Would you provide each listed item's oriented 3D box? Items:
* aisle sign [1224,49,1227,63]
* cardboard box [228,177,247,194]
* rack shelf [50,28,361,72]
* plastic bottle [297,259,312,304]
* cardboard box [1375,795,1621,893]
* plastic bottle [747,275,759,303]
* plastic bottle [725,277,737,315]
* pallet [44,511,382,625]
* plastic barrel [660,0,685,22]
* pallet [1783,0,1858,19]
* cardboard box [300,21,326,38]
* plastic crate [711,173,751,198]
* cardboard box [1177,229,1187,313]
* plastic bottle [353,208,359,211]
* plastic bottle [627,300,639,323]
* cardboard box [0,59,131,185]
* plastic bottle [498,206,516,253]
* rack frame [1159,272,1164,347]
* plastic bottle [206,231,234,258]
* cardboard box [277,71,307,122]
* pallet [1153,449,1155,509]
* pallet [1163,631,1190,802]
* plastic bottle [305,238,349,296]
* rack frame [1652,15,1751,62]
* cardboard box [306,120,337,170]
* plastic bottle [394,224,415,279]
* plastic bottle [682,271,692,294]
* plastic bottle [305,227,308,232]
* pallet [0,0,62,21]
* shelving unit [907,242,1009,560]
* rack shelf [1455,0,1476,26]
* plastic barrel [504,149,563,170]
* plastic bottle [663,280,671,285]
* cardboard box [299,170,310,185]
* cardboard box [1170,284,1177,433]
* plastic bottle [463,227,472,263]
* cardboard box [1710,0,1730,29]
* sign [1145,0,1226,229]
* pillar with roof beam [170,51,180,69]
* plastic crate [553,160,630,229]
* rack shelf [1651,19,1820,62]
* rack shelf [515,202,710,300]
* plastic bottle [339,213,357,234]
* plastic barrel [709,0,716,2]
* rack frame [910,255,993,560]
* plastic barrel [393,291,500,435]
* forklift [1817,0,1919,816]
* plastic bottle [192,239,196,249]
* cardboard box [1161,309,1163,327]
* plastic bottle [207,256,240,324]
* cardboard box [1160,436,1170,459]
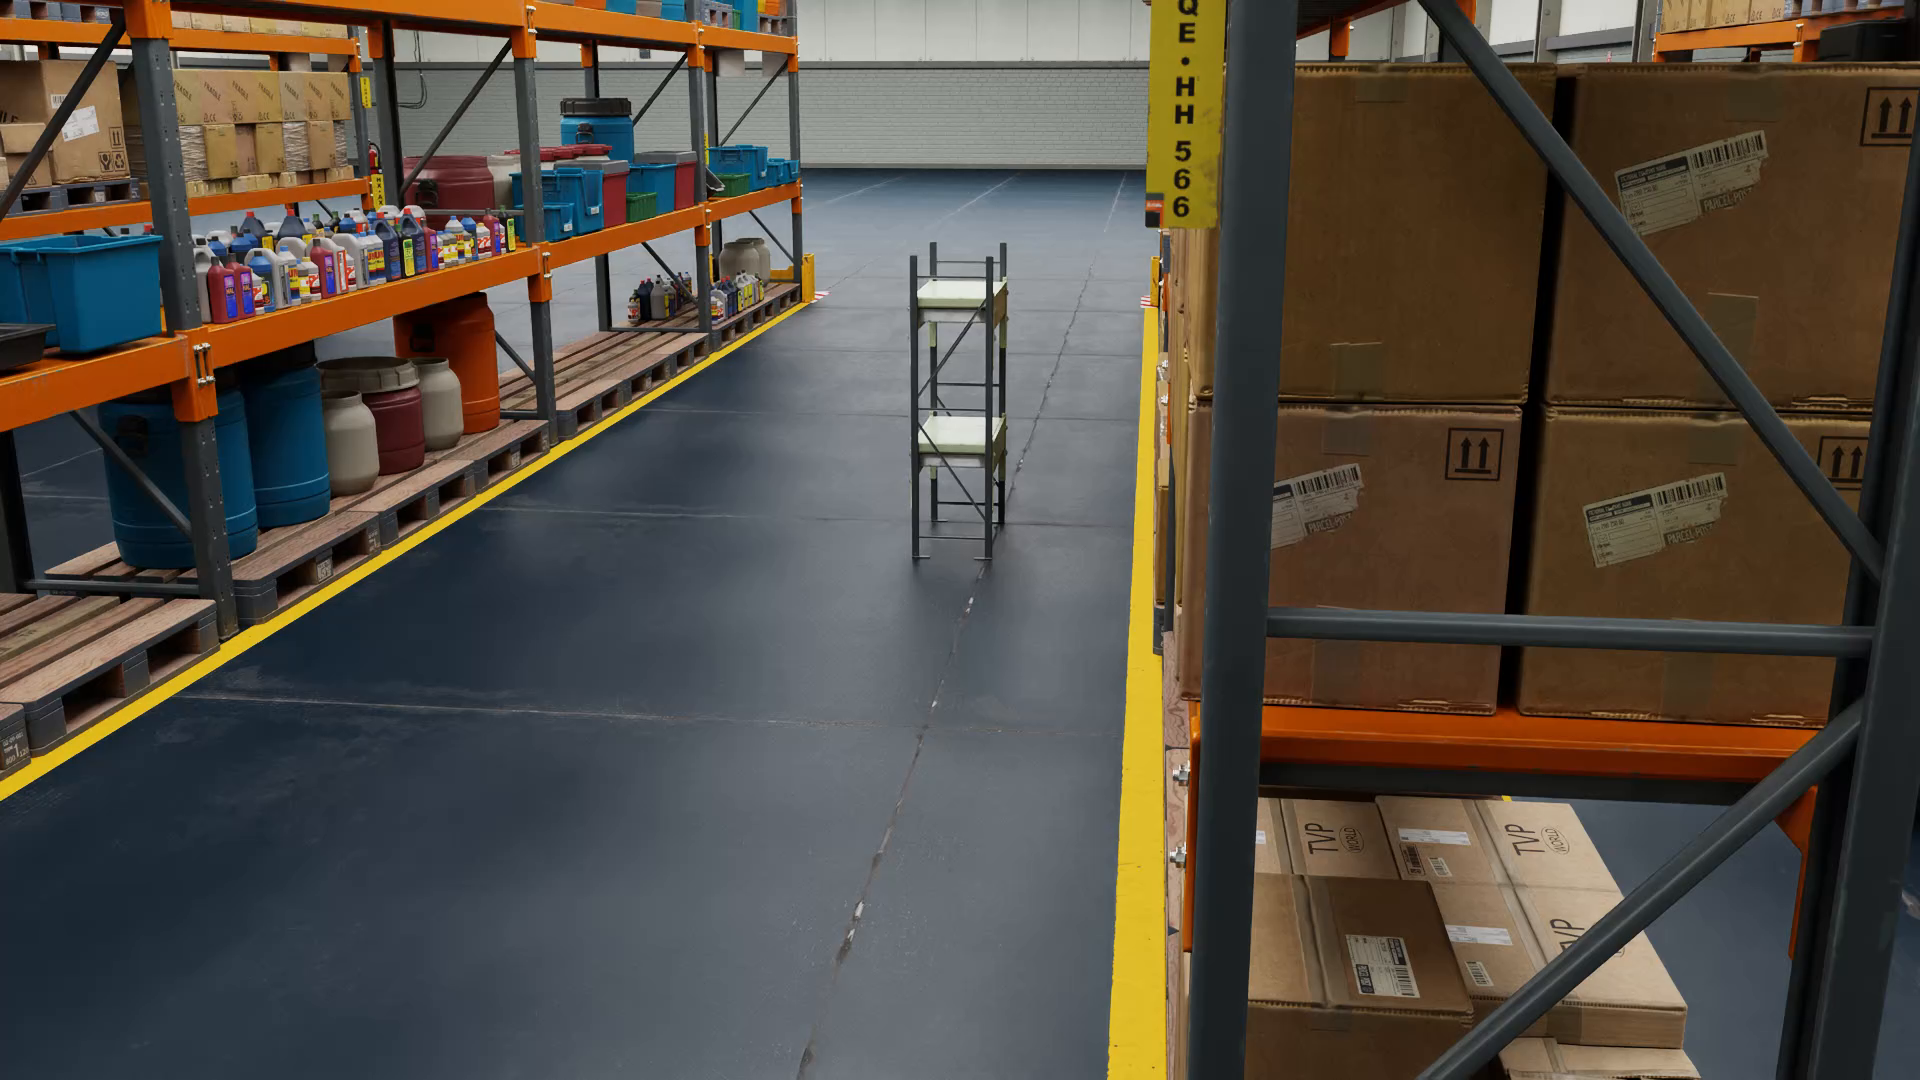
[{"bbox_3d":[2.963,-5.273,17.437,0.394,0.787,0.004,2,15,6],"label":"aisle sign"},{"bbox_3d":[-7.177,-3.450,16.155,0.380,0.149,0.250,2,15,6],"label":"cardboard box"},{"bbox_3d":[-7.404,-4.885,16.612,1.077,0.370,4.000,2,15,6],"label":"rack shelf"},{"bbox_3d":[-3.088,-1.207,7.760,0.097,0.201,0.097,0,15,0],"label":"plastic bottle"},{"bbox_3d":[1.314,0.863,4.150,0.500,0.250,0.500,2,15,6],"label":"cardboard box"},{"bbox_3d":[-2.085,-2.501,16.539,0.152,0.276,0.135,2,15,7],"label":"plastic bottle"},{"bbox_3d":[-2.184,-2.299,15.651,0.144,0.351,0.185,1,15,4],"label":"plastic bottle"},{"bbox_3d":[-3.483,0.103,7.878,1.003,0.211,1.213,2,15,6],"label":"pallet"},{"bbox_3d":[-2.551,-4.671,13.484,0.600,0.901,0.708,2,15,6],"label":"plastic barrel"},{"bbox_3d":[6.959,-4.028,12.426,1.213,0.211,1.003,2,15,6],"label":"pallet"},{"bbox_3d":[-7.034,-5.416,17.487,0.500,0.250,0.500,2,15,7],"label":"cardboard box"},{"bbox_3d":[-2.275,-3.361,15.751,0.450,0.188,0.662,2,15,6],"label":"plastic crate"},{"bbox_3d":[0.745,-0.780,3.695,0.500,0.500,0.500,2,15,8],"label":"cardboard box"},{"bbox_3d":[-3.613,-1.839,9.941,0.061,0.283,0.133,2,15,6],"label":"plastic bottle"},{"bbox_3d":[-2.978,-2.084,15.142,0.097,0.201,0.097,0,15,0],"label":"plastic bottle"},{"bbox_3d":[-7.859,-3.556,14.112,1.000,1.000,1.000,2,15,7],"label":"cardboard box"},{"bbox_3d":[-2.782,-1.908,10.196,0.061,0.283,0.133,2,15,6],"label":"plastic bottle"},{"bbox_3d":[2.212,-2.973,13.909,1.000,3.000,0.127,2,15,6],"label":"rack frame"},{"bbox_3d":[-3.749,-1.417,8.394,0.152,0.276,0.135,2,15,6],"label":"plastic bottle"},{"bbox_3d":[-7.105,-4.568,17.132,0.500,0.500,0.500,2,15,6],"label":"cardboard box"},{"bbox_3d":[1.639,-0.397,9.724,1.003,0.211,1.213,2,15,6],"label":"pallet"},{"bbox_3d":[1.231,0.626,5.941,1.003,0.211,1.213,2,15,6],"label":"pallet"},{"bbox_3d":[-3.076,-1.334,8.086,0.152,0.276,0.135,2,15,6],"label":"plastic bottle"},{"bbox_3d":[7.586,-3.865,17.210,1.000,3.000,0.127,2,15,6],"label":"rack frame"},{"bbox_3d":[-7.205,-4.220,17.759,0.875,0.500,0.500,2,15,6],"label":"cardboard box"},{"bbox_3d":[-2.947,-1.529,8.795,0.061,0.283,0.133,2,15,6],"label":"plastic bottle"},{"bbox_3d":[-2.772,-2.591,16.883,0.097,0.271,0.097,0,15,0],"label":"plastic bottle"},{"bbox_3d":[-3.675,-1.648,9.258,0.097,0.271,0.097,0,15,0],"label":"plastic bottle"},{"bbox_3d":[-7.920,-4.197,13.049,1.213,0.211,1.003,2,15,6],"label":"pallet"},{"bbox_3d":[0.001,-0.726,8.473,0.431,1.500,0.755,2,15,6],"label":"shelving unit"},{"bbox_3d":[1.084,-1.480,4.020,1.077,0.370,4.000,2,15,6],"label":"rack shelf"},{"bbox_3d":[-3.166,-2.641,12.422,0.433,0.535,0.433,0,15,0],"label":"plastic barrel"},{"bbox_3d":[-2.842,-2.368,16.049,0.152,0.276,0.135,2,15,7],"label":"plastic bottle"},{"bbox_3d":[-7.125,-3.842,17.607,0.380,0.149,0.250,2,15,6],"label":"cardboard box"},{"bbox_3d":[0.868,-0.559,4.792,0.500,0.500,0.500,2,15,6],"label":"cardboard box"},{"bbox_3d":[-2.872,-1.704,9.597,0.097,0.201,0.097,0,15,0],"label":"plastic bottle"},{"bbox_3d":[7.110,-4.879,14.983,0.500,0.500,0.500,3,15,10],"label":"cardboard box"},{"bbox_3d":[0.309,-0.593,2.286,0.100,0.325,0.005,2,15,6],"label":"sign"},{"bbox_3d":[-15.946,-13.580,41.643,9.100,9.000,0.400,2,15,6],"label":"pillar with roof beam"},{"bbox_3d":[-2.674,-2.523,12.124,0.402,0.464,0.583,2,15,6],"label":"plastic crate"},{"bbox_3d":[7.361,-4.447,14.994,1.077,0.370,4.000,2,15,6],"label":"rack shelf"},{"bbox_3d":[-2.934,-2.254,12.628,1.077,0.370,4.000,2,15,6],"label":"rack shelf"},{"bbox_3d":[-3.562,-1.766,9.694,0.097,0.271,0.097,0,15,0],"label":"plastic bottle"},{"bbox_3d":[-2.490,-5.267,14.883,0.600,0.901,0.708,2,15,6],"label":"plastic barrel"},{"bbox_3d":[-0.041,-0.631,8.122,0.400,1.500,0.023,2,15,6],"label":"rack frame"},{"bbox_3d":[-3.198,-1.110,10.373,0.600,0.830,0.708,2,15,6],"label":"plastic barrel"},{"bbox_3d":[3.720,-0.839,6.149,1.130,2.935,3.031,5,16,17],"label":"forklift"},{"bbox_3d":[-3.669,-1.313,7.864,0.144,0.351,0.185,2,15,6],"label":"plastic bottle"},{"bbox_3d":[1.746,-1.620,12.296,0.500,0.311,0.500,2,15,8],"label":"cardboard box"},{"bbox_3d":[-3.146,-1.071,7.099,0.061,0.283,0.133,2,15,6],"label":"plastic bottle"},{"bbox_3d":[1.145,-0.168,7.482,0.500,0.500,0.500,2,15,6],"label":"cardboard box"}]
